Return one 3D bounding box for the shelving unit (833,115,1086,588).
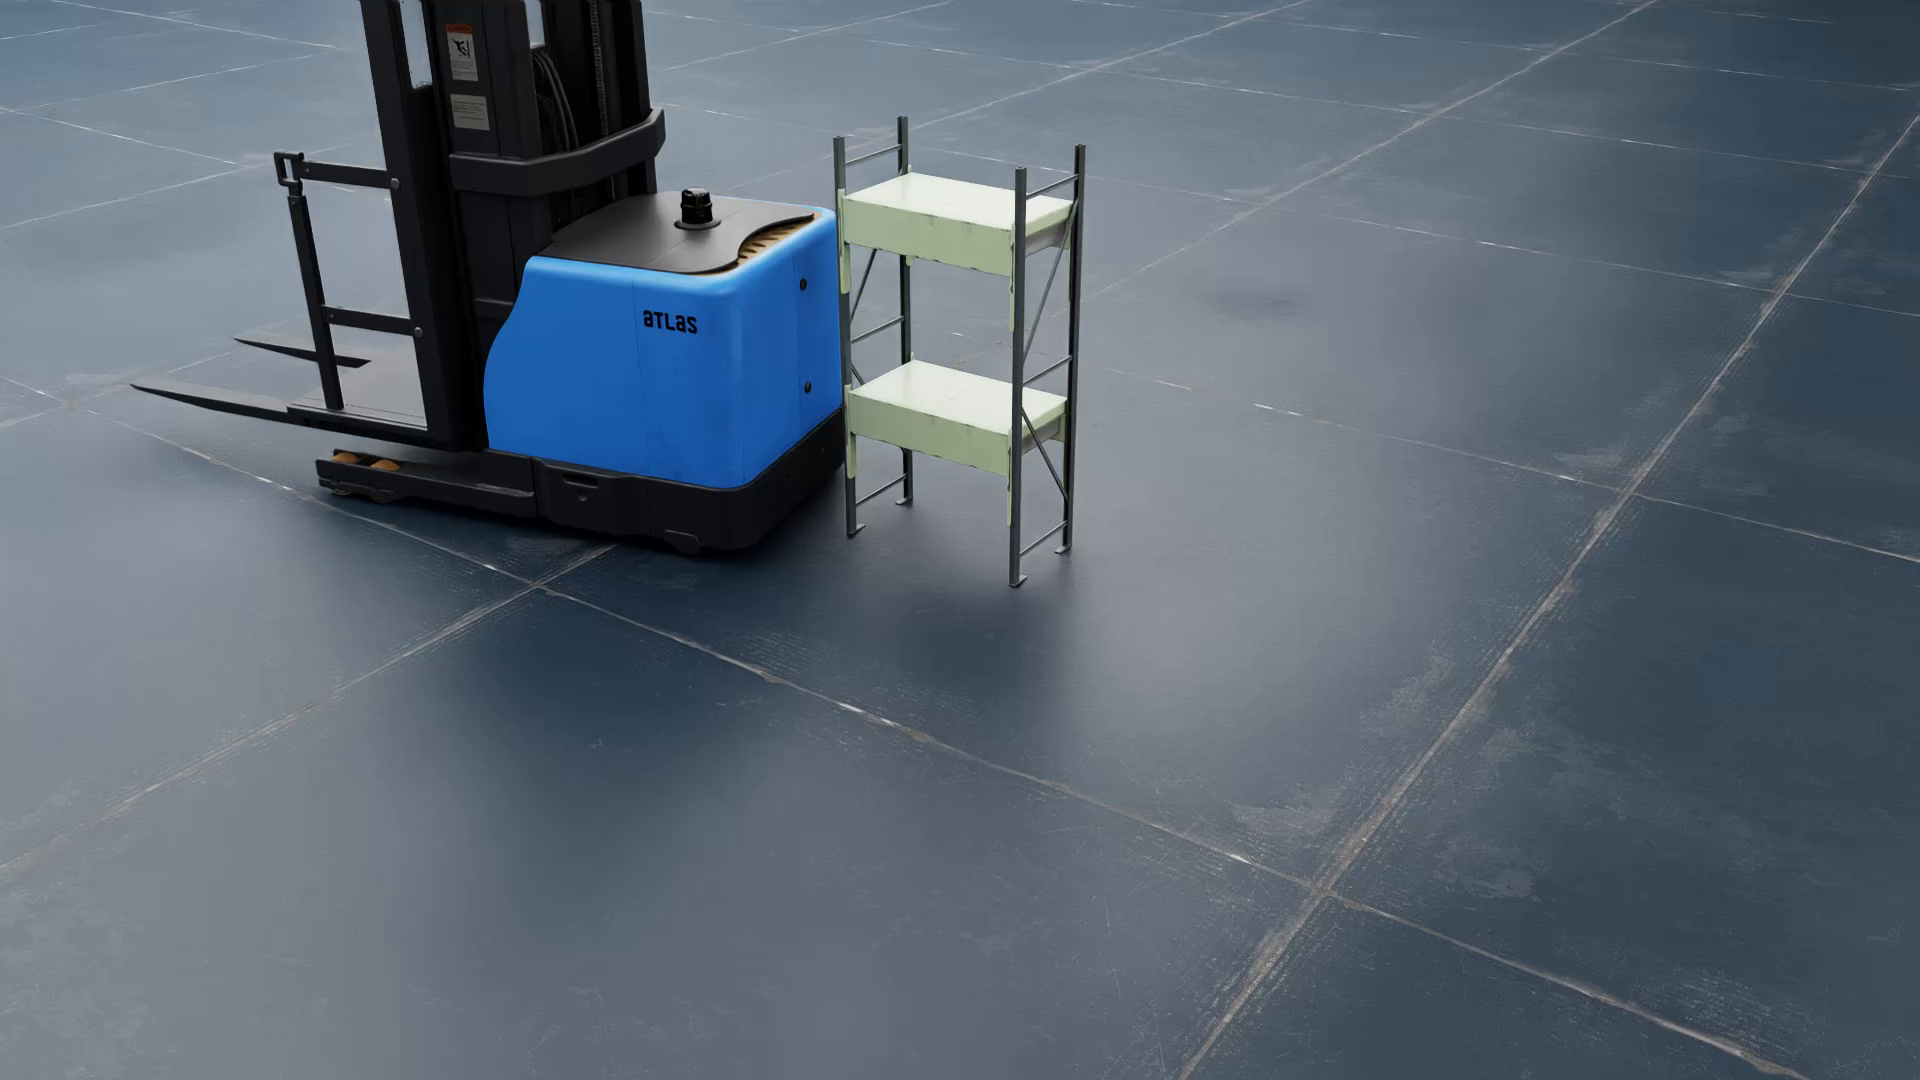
[{"bbox_3d":[-0.006,-0.670,5.913,0.755,1.500,0.431,17,32,30],"label":"shelving unit"}]

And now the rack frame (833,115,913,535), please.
[{"bbox_3d":[-0.307,-0.764,6.098,0.023,1.500,0.400,17,32,30],"label":"rack frame"}]

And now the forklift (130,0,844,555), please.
[{"bbox_3d":[-1.999,-1.661,6.283,3.031,2.935,1.130,10,29,19],"label":"forklift"}]

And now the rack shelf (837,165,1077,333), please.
[{"bbox_3d":[-0.006,-1.018,5.736,0.720,0.370,0.431,17,32,30],"label":"rack shelf"}]

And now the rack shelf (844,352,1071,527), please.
[{"bbox_3d":[-0.006,-0.380,6.061,0.720,0.370,0.431,17,32,30],"label":"rack shelf"}]

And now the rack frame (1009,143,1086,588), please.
[{"bbox_3d":[0.296,-0.576,5.729,0.023,1.500,0.400,17,32,30],"label":"rack frame"}]
